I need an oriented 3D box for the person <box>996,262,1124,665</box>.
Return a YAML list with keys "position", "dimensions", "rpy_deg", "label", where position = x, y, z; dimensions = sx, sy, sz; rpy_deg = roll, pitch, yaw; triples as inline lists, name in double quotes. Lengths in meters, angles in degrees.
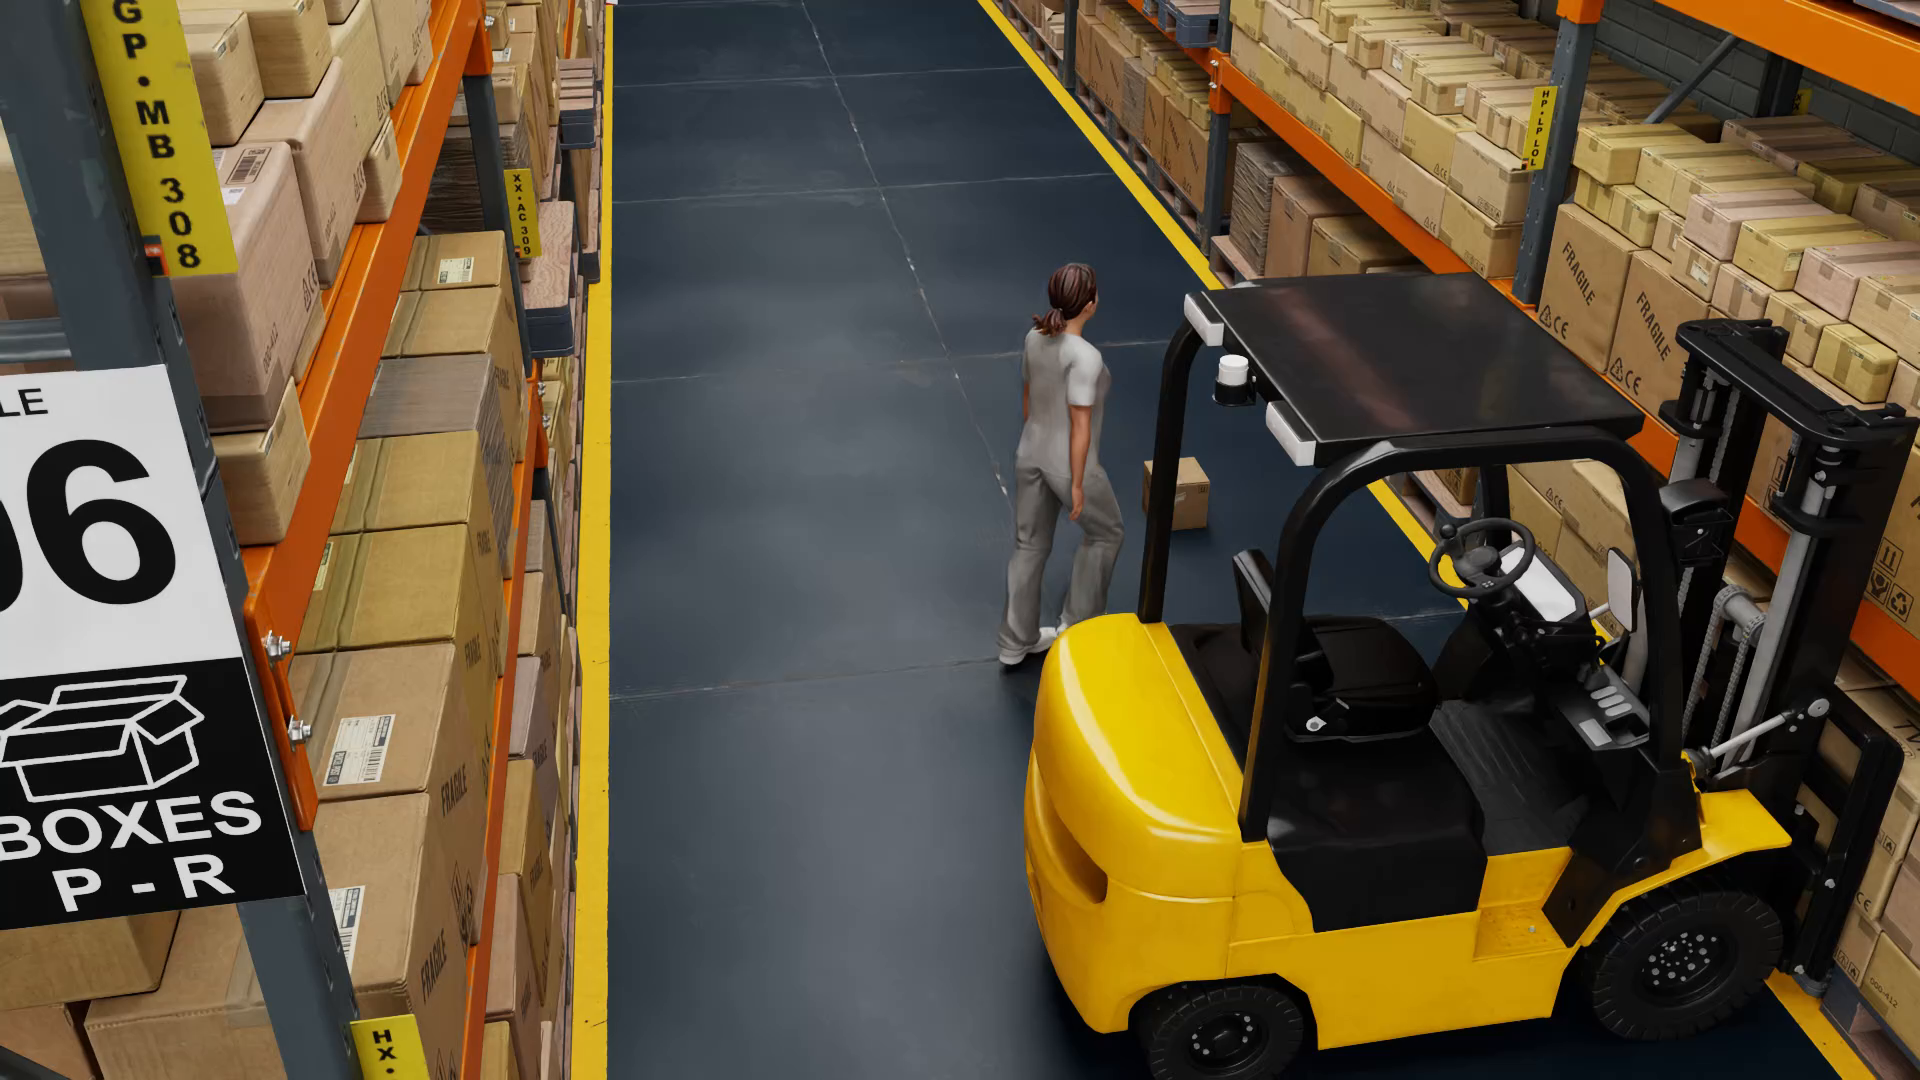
- position: [0.362, -0.266, 6.594]
  dimensions: [0.540, 1.689, 0.472]
  rpy_deg: [-25, 39, -35]
  label: "person"
